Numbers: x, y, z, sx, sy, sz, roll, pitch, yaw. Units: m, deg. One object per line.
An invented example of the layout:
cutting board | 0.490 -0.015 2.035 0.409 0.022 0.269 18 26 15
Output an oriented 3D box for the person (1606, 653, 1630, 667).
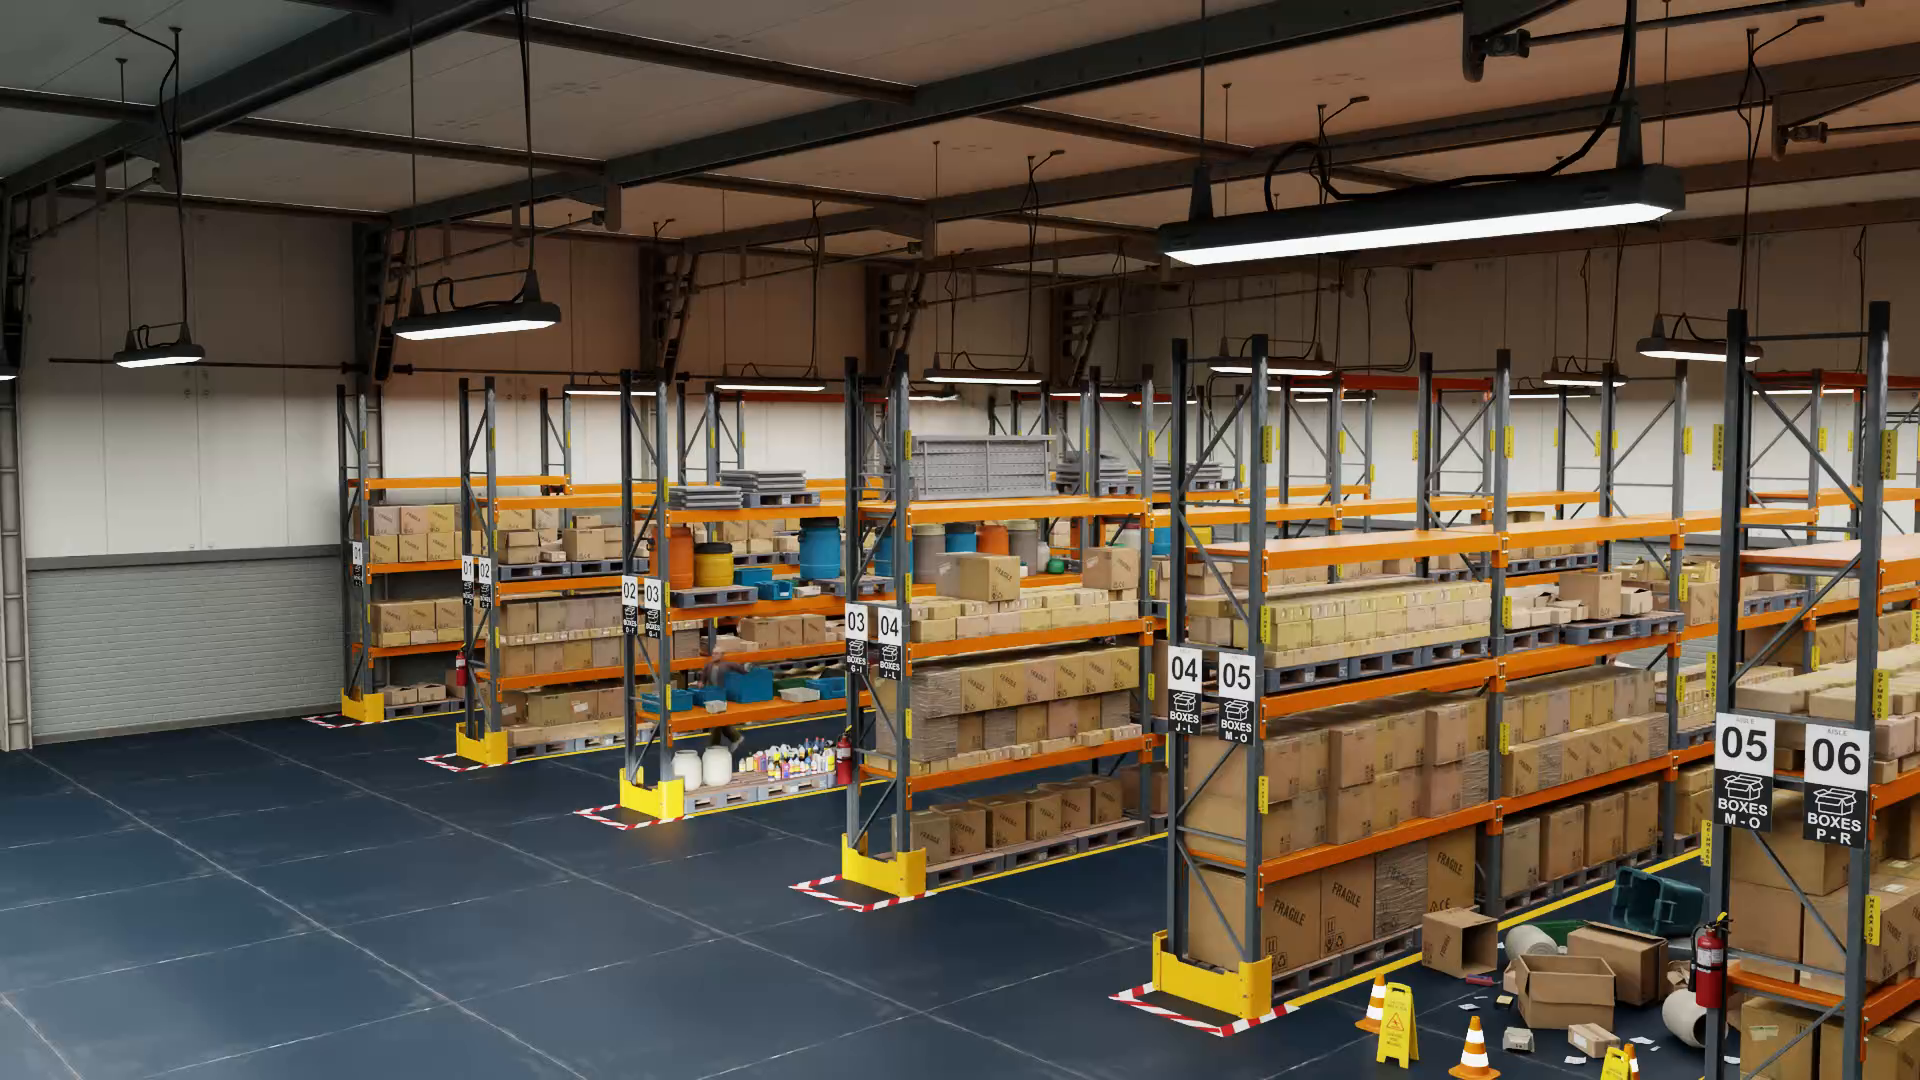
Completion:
person | 10.383 2.554 26.562 0.705 1.724 0.668 3 5 41

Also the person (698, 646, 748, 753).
person | -3.733 2.583 26.104 0.738 1.851 0.971 2 4 29

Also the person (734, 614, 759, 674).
person | -4.082 2.141 32.495 0.640 1.796 0.890 3 5 41
